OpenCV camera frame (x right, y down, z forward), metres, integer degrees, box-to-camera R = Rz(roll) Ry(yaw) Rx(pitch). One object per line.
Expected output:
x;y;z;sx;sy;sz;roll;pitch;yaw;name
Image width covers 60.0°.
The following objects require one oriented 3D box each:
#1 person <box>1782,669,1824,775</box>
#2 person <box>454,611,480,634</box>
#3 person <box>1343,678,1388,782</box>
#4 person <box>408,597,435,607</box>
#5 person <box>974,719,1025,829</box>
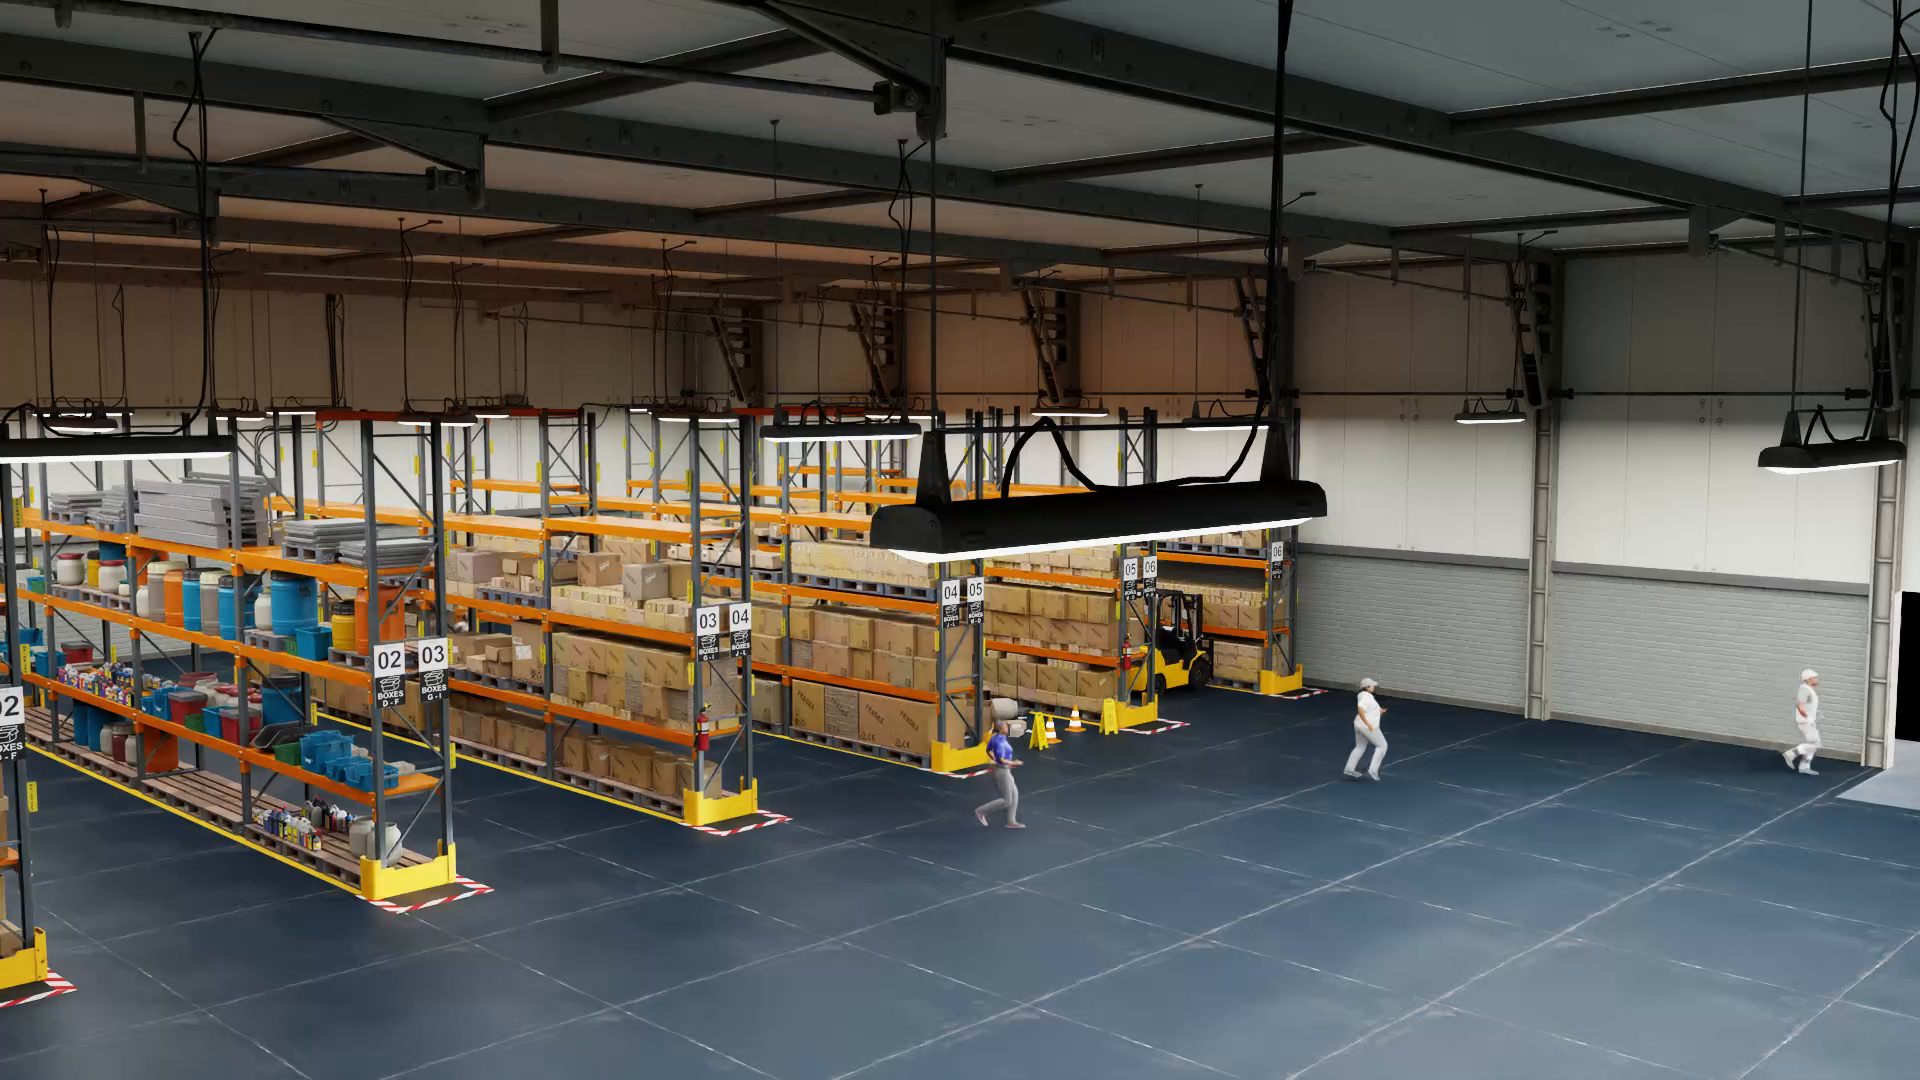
14.027;3.014;27.647;0.593;1.756;0.678;3;6;28;person
-10.687;2.321;36.037;0.534;1.587;0.885;-4;7;-40;person
6.655;3.108;27.156;0.706;1.715;0.574;-1;5;-11;person
-12.817;1.999;39.530;0.836;1.760;0.798;2;5;23;person
0.571;3.392;24.067;0.769;1.617;0.587;-1;5;-9;person
